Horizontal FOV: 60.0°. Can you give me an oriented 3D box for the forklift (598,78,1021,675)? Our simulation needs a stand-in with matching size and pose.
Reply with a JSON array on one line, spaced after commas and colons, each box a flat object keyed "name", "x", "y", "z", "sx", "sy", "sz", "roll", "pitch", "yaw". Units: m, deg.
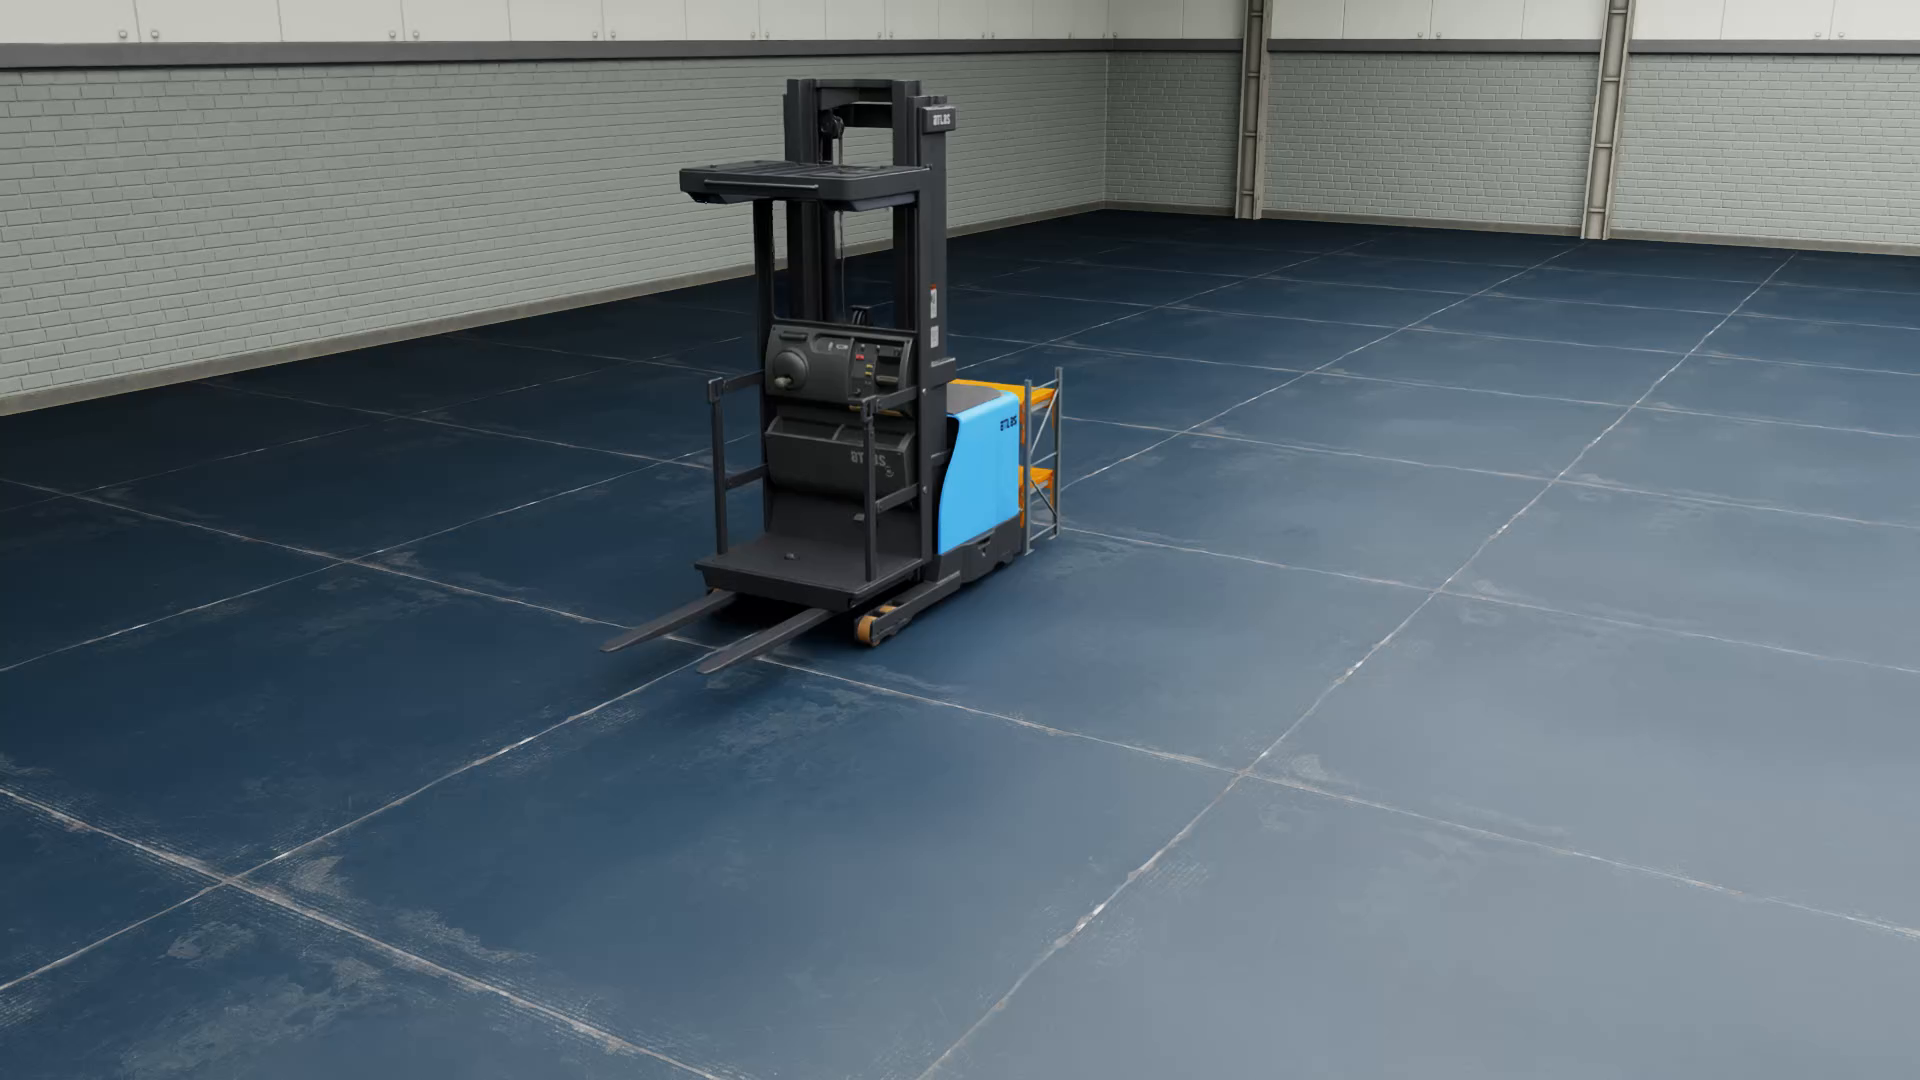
[{"name": "forklift", "x": -0.780, "y": -0.978, "z": 9.058, "sx": 1.130, "sy": 2.935, "sz": 3.031, "roll": 9, "pitch": 19, "yaw": 28}]

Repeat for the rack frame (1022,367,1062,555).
[{"name": "rack frame", "x": 0.526, "y": -0.509, "z": 10.621, "sx": 0.032, "sy": 1.125, "sz": 0.500, "roll": 9, "pitch": 19, "yaw": 26}]

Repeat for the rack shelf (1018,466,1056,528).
[{"name": "rack shelf", "x": 0.076, "y": -0.344, "z": 10.918, "sx": 1.000, "sy": 0.278, "sz": 0.538, "roll": 9, "pitch": 19, "yaw": 26}]

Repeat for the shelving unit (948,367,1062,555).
[{"name": "shelving unit", "x": 0.076, "y": -0.577, "z": 10.847, "sx": 1.048, "sy": 1.125, "sz": 0.538, "roll": 9, "pitch": 19, "yaw": 26}]

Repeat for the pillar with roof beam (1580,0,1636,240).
[{"name": "pillar with roof beam", "x": 8.066, "y": -8.143, "z": 22.207, "sx": 0.400, "sy": 9.000, "sz": 9.100, "roll": 10, "pitch": 20, "yaw": 30}]

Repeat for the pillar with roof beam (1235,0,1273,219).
[{"name": "pillar with roof beam", "x": 2.954, "y": -9.056, "z": 25.212, "sx": 0.400, "sy": 9.000, "sz": 9.100, "roll": 10, "pitch": 20, "yaw": 30}]

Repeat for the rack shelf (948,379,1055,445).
[{"name": "rack shelf", "x": 0.076, "y": -0.858, "z": 10.762, "sx": 1.000, "sy": 0.278, "sz": 0.538, "roll": 9, "pitch": 19, "yaw": 26}]
